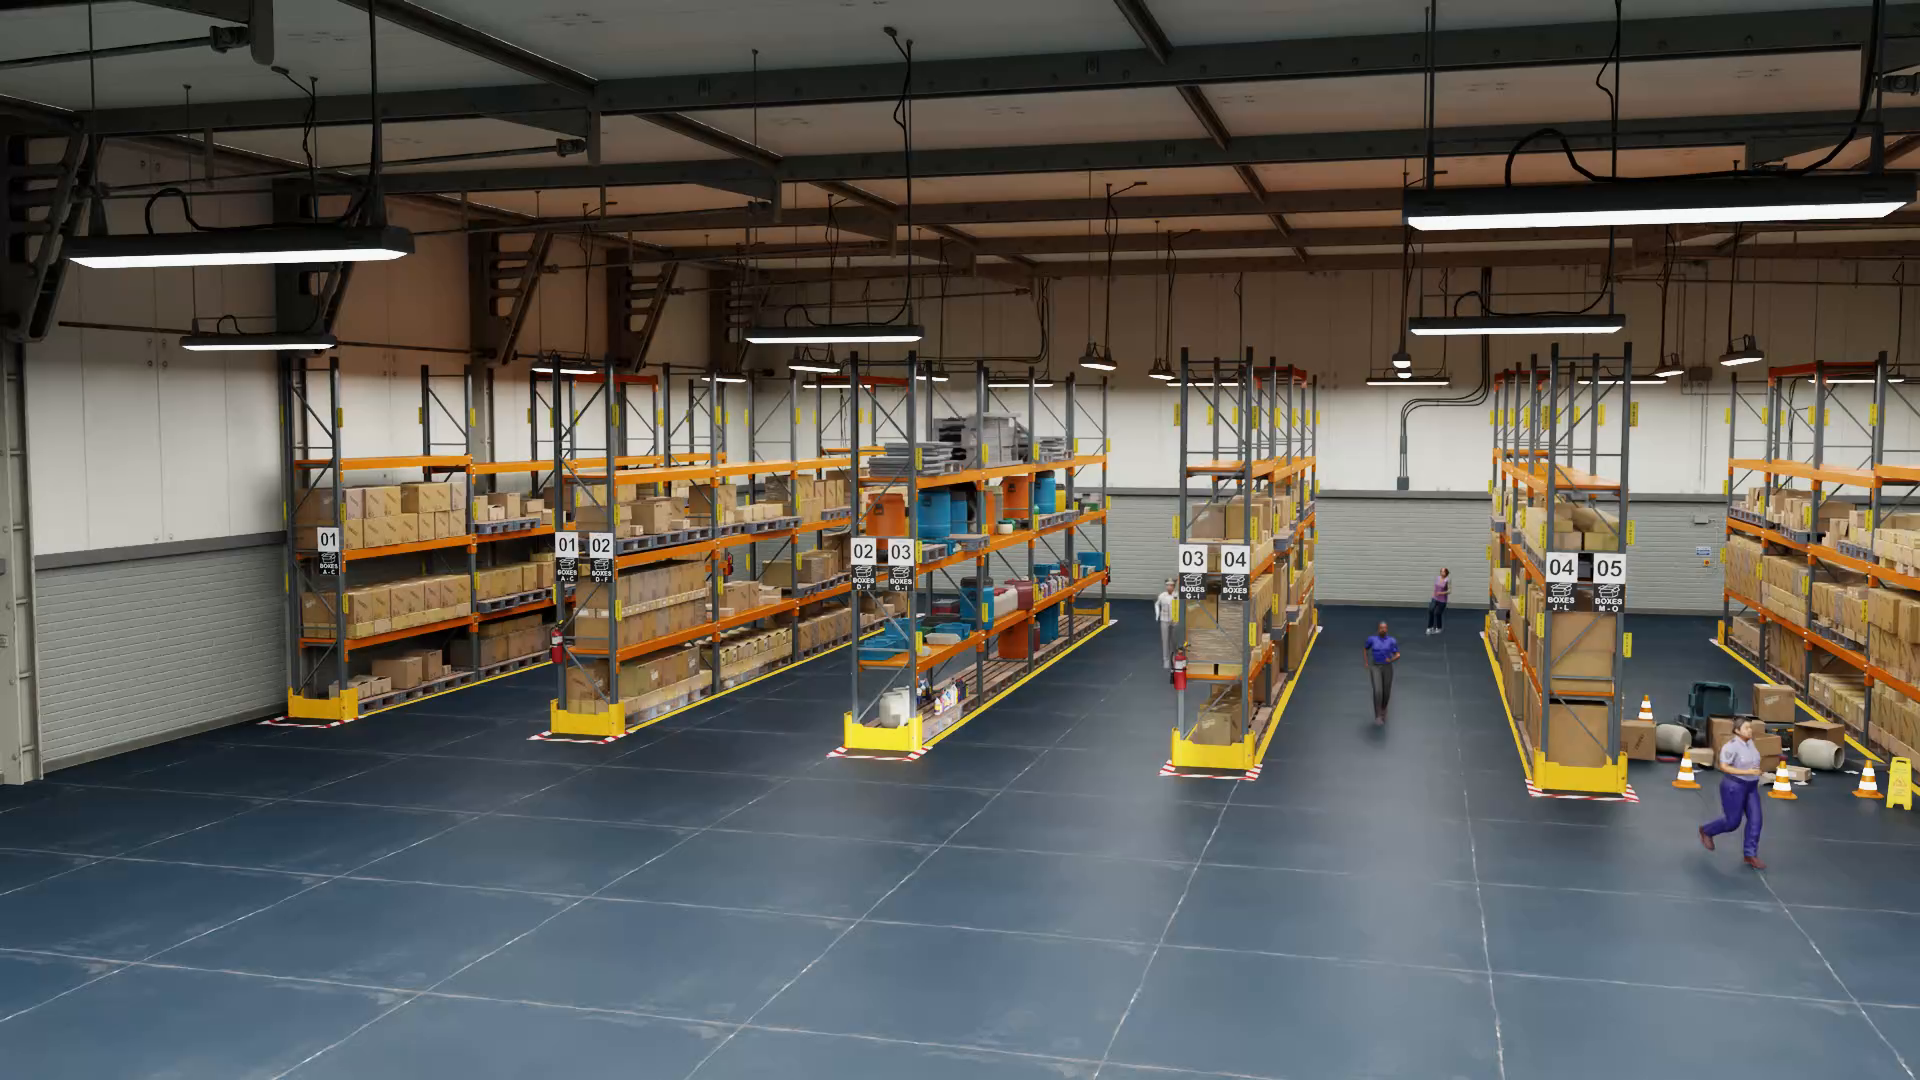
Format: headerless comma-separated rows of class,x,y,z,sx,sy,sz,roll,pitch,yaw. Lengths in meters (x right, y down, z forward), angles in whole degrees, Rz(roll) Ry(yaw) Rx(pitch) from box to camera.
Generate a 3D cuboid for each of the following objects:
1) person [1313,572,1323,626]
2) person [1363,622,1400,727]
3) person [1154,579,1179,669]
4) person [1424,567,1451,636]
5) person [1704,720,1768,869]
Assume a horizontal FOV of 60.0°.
person,8.385,1.208,40.161,0.824,1.709,0.698,2,5,27
person,6.928,2.181,27.340,0.590,1.655,0.799,1,4,9
person,3.958,1.569,31.443,0.626,1.679,0.745,1,4,13
person,11.012,1.402,38.172,0.532,1.579,0.712,3,5,39
person,8.774,2.826,18.700,0.624,1.616,0.748,-2,5,-28
